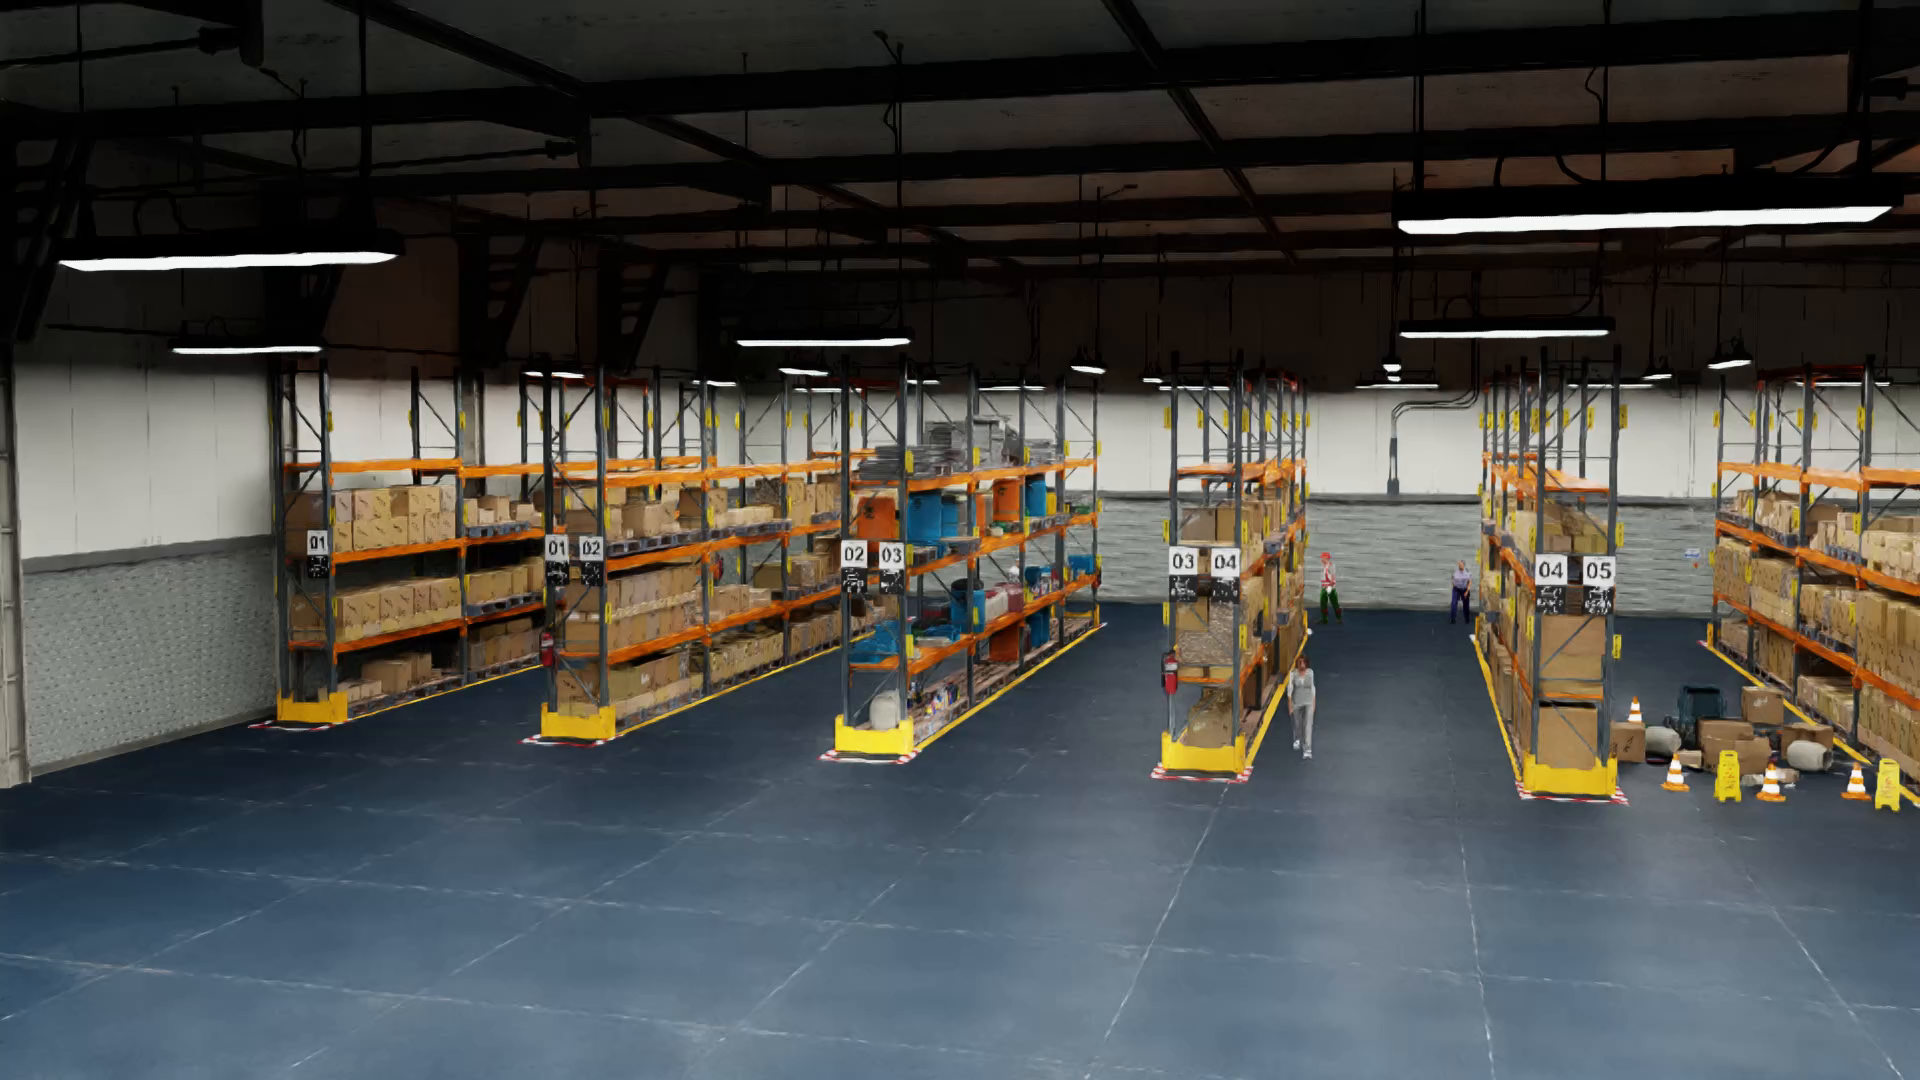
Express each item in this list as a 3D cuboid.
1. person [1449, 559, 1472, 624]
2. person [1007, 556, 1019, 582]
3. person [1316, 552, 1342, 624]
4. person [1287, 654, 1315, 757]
[{"bbox_3d":[12.318,1.262,40.841,0.479,1.572,0.994,2,5,24],"label":"person"},{"bbox_3d":[1.485,1.193,41.761,0.639,1.632,0.512,1,4,13],"label":"person"},{"bbox_3d":[9.103,1.178,40.969,0.620,1.784,0.566,-1,4,-19],"label":"person"},{"bbox_3d":[5.097,2.440,24.862,0.419,1.514,1.038,1,4,13],"label":"person"}]
